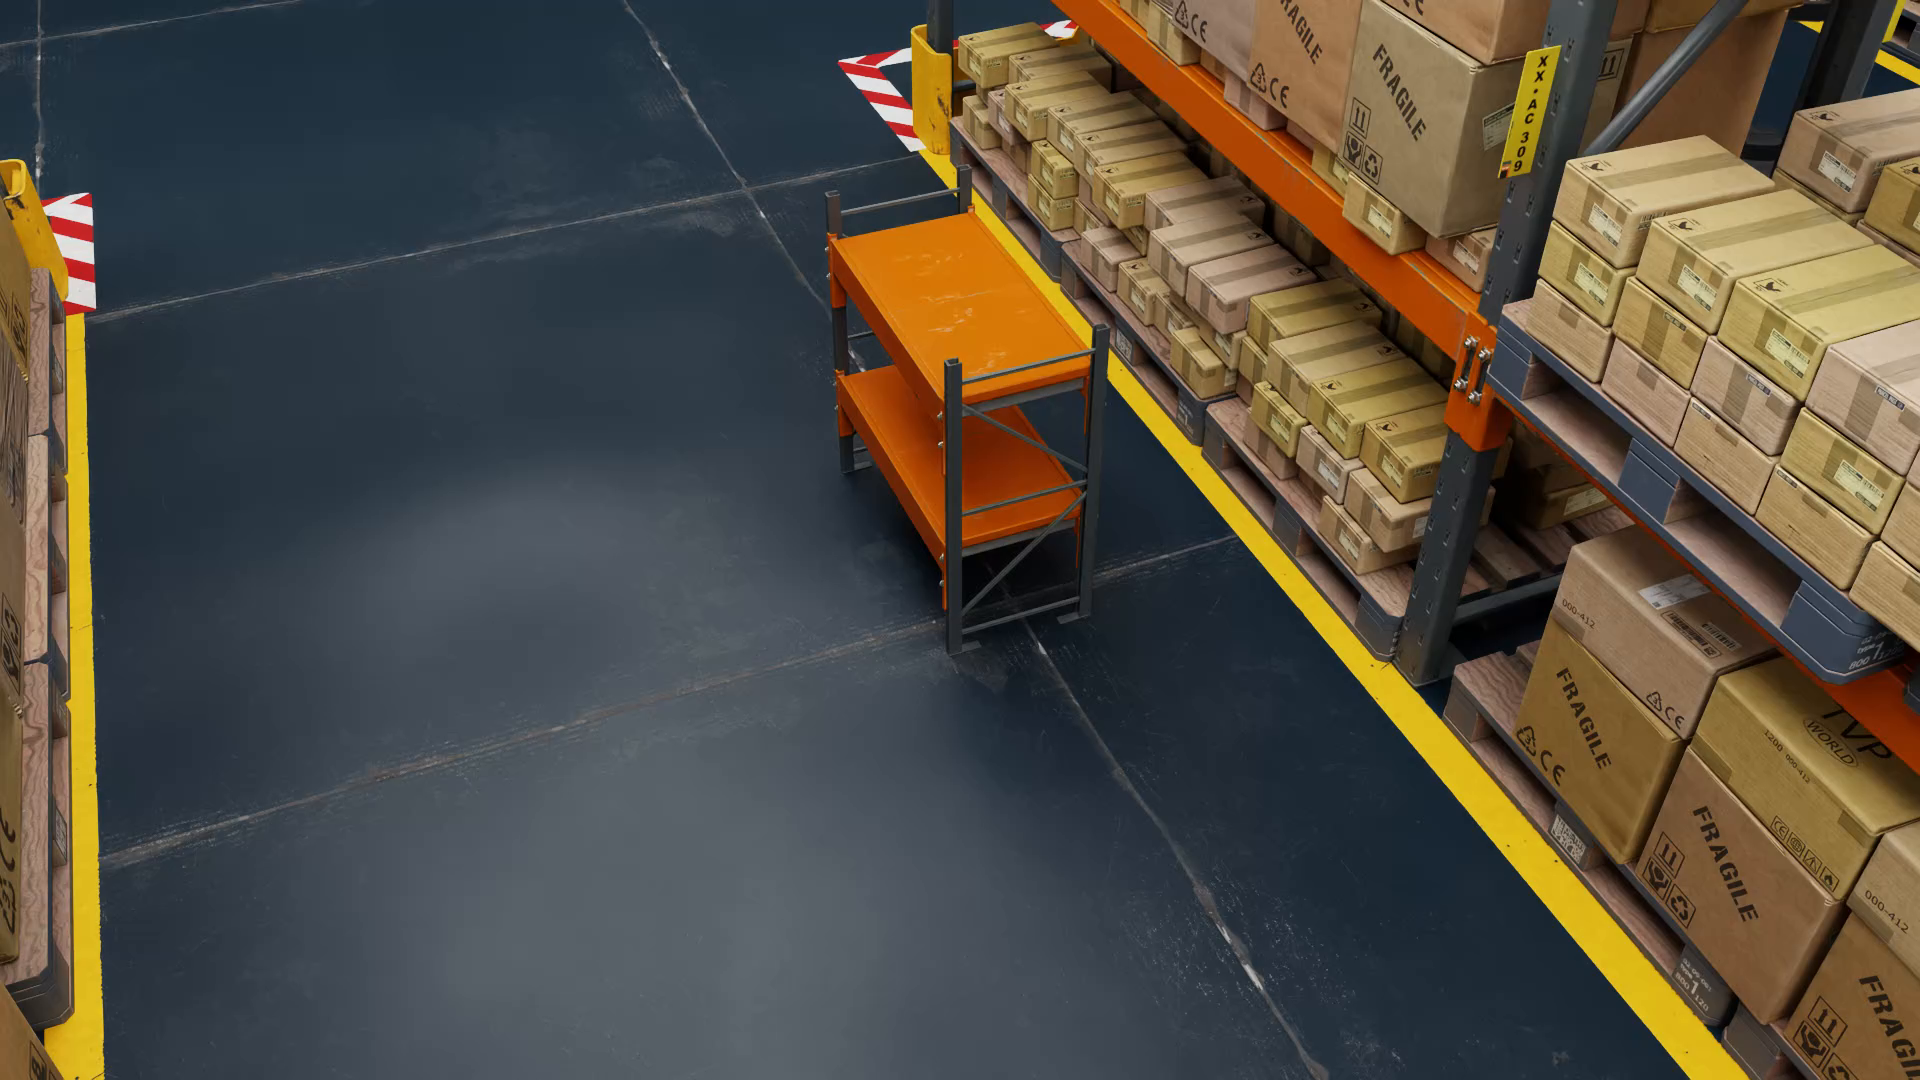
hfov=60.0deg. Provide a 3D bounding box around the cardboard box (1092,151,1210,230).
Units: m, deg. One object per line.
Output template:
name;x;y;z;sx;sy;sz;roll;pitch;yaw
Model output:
cardboard box;0.737;-1.355;6.433;0.380;0.149;0.250;-14;43;-16

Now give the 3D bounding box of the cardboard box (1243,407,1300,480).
cardboard box;1.211;-0.380;5.755;0.380;0.149;0.250;-16;43;-18

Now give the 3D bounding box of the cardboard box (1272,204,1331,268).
cardboard box;1.402;-1.182;6.232;0.380;0.149;0.250;-17;43;-19

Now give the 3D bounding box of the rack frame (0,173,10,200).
rack frame;-4.293;-2.063;5.848;1.000;3.000;0.127;-15;43;-17

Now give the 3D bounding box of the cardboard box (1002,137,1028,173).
cardboard box;0.409;-1.785;7.389;0.380;0.149;0.250;-15;43;-17

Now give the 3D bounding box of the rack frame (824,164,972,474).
rack frame;-0.197;-0.737;5.744;0.500;1.125;0.032;-15;43;-17

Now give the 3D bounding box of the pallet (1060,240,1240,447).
pallet;1.099;-0.904;6.639;1.003;0.211;1.213;-15;43;-17

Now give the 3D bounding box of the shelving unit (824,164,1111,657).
shelving unit;-0.003;-0.431;5.388;0.538;1.125;1.048;-15;43;-17

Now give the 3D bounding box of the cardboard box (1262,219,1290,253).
cardboard box;1.416;-1.244;6.532;0.380;0.149;0.250;-15;43;-16

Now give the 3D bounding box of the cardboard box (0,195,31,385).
cardboard box;-3.974;-1.051;5.979;0.875;0.875;0.875;-15;43;-17

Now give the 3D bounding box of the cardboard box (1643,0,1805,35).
cardboard box;1.911;-1.692;4.345;0.500;0.500;0.500;-14;43;-16

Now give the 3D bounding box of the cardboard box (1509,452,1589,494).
cardboard box;2.016;-0.319;5.456;0.380;0.149;0.250;-13;42;-15

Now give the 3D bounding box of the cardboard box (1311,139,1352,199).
cardboard box;1.287;-1.152;4.982;0.380;0.149;0.250;-13;42;-15

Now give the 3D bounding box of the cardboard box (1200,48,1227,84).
cardboard box;1.031;-1.636;5.545;0.380;0.149;0.250;-16;43;-17

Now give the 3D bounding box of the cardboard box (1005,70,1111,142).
cardboard box;0.410;-1.823;6.977;0.380;0.149;0.250;-15;43;-17

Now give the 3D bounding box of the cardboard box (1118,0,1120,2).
cardboard box;0.714;-2.101;6.086;0.380;0.149;0.250;-16;43;-18

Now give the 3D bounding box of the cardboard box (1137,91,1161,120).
cardboard box;0.995;-1.871;7.261;0.380;0.149;0.250;-17;43;-19

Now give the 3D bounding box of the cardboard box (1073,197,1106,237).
cardboard box;0.692;-1.326;6.855;0.380;0.149;0.250;-15;43;-17

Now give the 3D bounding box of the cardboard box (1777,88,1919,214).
cardboard box;2.193;-0.926;3.941;0.380;0.149;0.250;-13;42;-15

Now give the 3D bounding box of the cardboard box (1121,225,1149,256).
cardboard box;0.849;-1.275;6.569;0.380;0.149;0.250;-13;42;-15

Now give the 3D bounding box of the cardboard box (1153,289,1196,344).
cardboard box;0.960;-0.856;6.310;0.380;0.149;0.250;-14;43;-16

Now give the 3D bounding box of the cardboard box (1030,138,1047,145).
cardboard box;0.520;-1.746;7.116;0.380;0.149;0.250;-15;43;-16

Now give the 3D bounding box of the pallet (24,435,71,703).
pallet;-3.452;0.191;5.366;1.003;0.211;1.213;-15;43;-17

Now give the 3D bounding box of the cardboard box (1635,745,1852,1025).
cardboard box;2.101;0.789;4.127;0.500;0.500;0.500;-13;42;-15

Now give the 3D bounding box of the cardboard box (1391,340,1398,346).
cardboard box;1.609;-0.750;5.958;0.380;0.149;0.250;-17;44;-19

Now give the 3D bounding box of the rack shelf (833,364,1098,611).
rack shelf;-0.003;-0.245;5.547;0.538;0.278;1.000;-15;43;-17

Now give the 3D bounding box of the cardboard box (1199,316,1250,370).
cardboard box;1.090;-0.772;5.984;0.380;0.149;0.250;-14;43;-16

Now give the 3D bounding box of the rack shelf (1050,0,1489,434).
rack shelf;1.094;-1.762;6.050;1.077;0.370;4.000;-15;43;-17

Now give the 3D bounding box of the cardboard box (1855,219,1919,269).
cardboard box;2.295;-0.657;3.856;0.380;0.149;0.250;-15;43;-17

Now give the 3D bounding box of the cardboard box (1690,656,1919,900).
cardboard box;2.104;0.506;3.881;0.500;0.250;0.500;-14;43;-16

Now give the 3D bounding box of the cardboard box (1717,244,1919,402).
cardboard box;1.793;-0.446;3.382;0.380;0.149;0.250;-15;43;-16

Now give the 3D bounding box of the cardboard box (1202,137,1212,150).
cardboard box;1.219;-1.678;6.808;0.380;0.149;0.250;-14;43;-15

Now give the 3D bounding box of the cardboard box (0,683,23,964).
cardboard box;-2.941;0.576;4.087;0.875;0.875;0.875;-15;43;-17

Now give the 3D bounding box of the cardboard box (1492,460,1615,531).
cardboard box;2.016;-0.207;5.555;0.380;0.149;0.250;-17;44;-19

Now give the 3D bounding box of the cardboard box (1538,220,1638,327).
cardboard box;1.585;-0.654;3.853;0.380;0.149;0.250;-14;43;-16

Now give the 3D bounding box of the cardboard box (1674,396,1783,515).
cardboard box;1.788;-0.224;3.581;0.380;0.149;0.250;-15;43;-17

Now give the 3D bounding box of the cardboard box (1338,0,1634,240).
cardboard box;1.413;-1.201;4.541;0.500;0.500;0.500;-15;43;-17

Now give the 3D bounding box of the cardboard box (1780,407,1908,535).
cardboard box;1.885;-0.187;3.309;0.380;0.149;0.250;-17;43;-19

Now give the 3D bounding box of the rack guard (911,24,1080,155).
rack guard;0.357;-2.246;7.978;1.175;0.500;0.348;-15;43;-17

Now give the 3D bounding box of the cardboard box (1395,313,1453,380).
cardboard box;1.726;-0.713;5.687;0.380;0.149;0.250;-16;43;-17

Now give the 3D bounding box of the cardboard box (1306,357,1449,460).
cardboard box;1.348;-0.427;5.354;0.380;0.149;0.250;-15;43;-16

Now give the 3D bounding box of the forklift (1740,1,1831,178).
forklift;3.067;-2.340;6.223;3.031;2.935;1.130;4;41;4

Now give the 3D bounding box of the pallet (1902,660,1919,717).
pallet;2.594;0.471;3.049;1.003;0.211;1.213;-15;43;-17

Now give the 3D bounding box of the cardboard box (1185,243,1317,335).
cardboard box;1.030;-0.891;5.894;0.380;0.149;0.250;-17;44;-19

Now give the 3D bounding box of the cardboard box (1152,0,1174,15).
cardboard box;0.850;-2.131;5.622;0.500;0.500;0.500;-16;43;-18

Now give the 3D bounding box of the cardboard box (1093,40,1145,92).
cardboard box;0.808;-2.122;7.325;0.380;0.149;0.250;-14;43;-16

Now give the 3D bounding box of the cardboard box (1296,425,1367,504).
cardboard box;1.330;-0.291;5.424;0.380;0.149;0.250;-17;44;-19
